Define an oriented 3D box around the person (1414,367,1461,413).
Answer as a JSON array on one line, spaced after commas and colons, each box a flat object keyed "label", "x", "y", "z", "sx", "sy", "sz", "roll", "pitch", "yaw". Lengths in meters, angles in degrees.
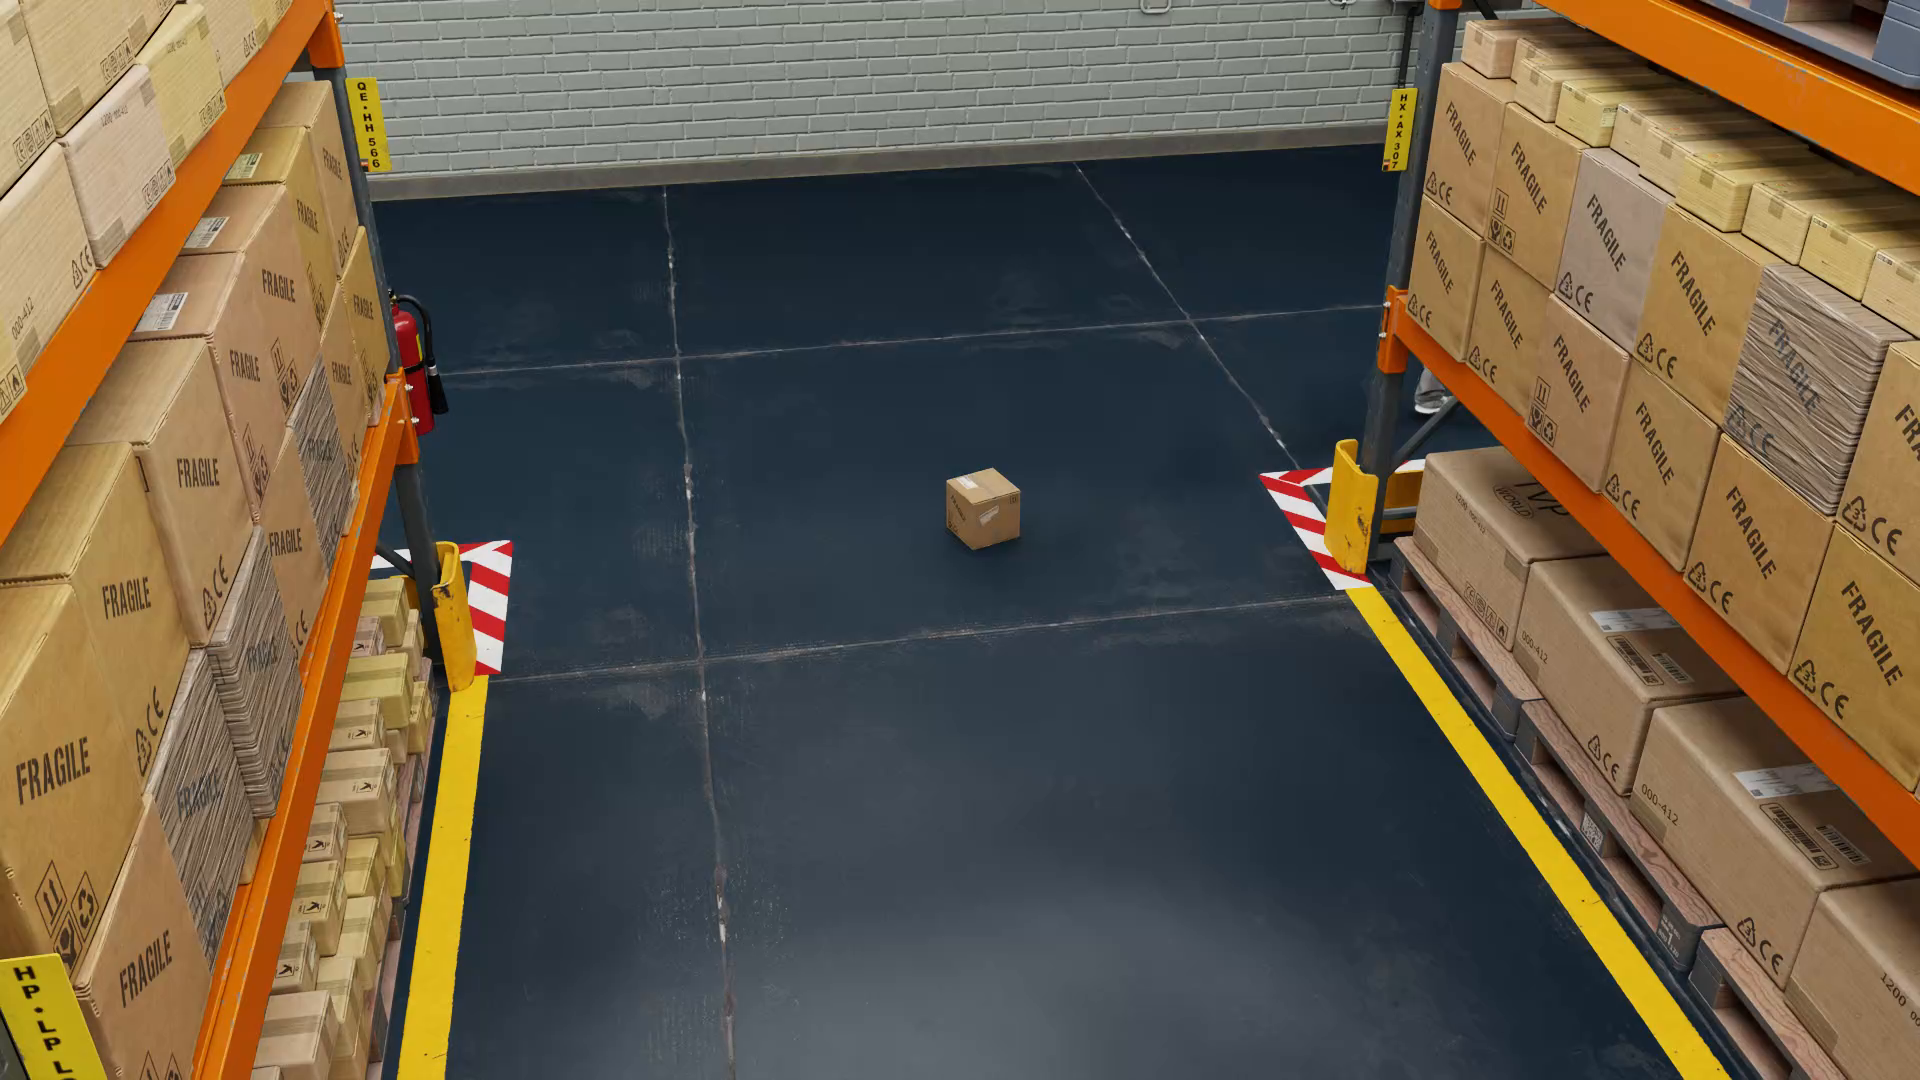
[{"label": "person", "x": 2.735, "y": -1.324, "z": 8.329, "sx": 0.737, "sy": 1.612, "sz": 0.481, "roll": -6, "pitch": 32, "yaw": -9}]
